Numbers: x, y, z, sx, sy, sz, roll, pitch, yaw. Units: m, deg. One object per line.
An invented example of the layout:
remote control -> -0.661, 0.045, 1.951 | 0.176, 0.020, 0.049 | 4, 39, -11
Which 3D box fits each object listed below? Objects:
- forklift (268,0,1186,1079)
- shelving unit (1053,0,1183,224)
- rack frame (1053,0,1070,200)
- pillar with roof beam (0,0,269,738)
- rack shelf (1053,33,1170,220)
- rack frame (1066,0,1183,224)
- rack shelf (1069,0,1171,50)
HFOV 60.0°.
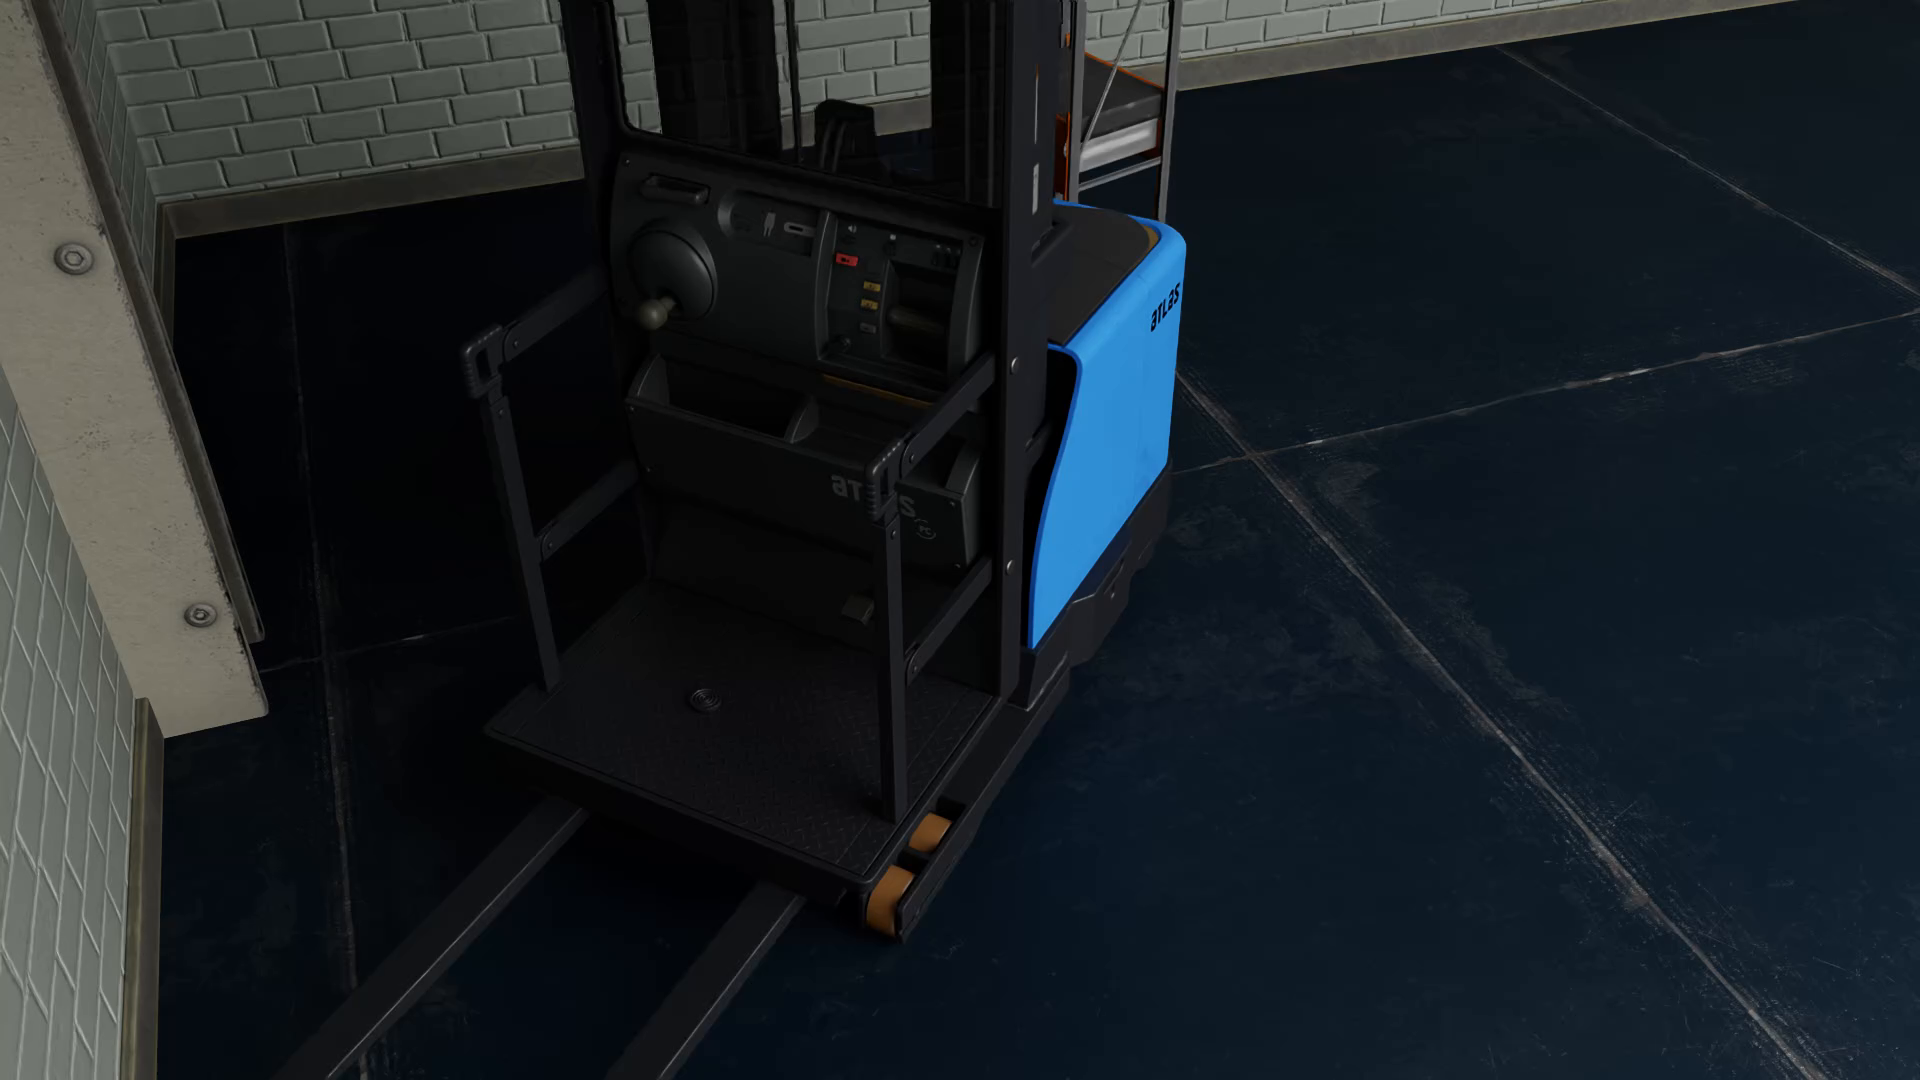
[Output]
forklift -> -0.471, -0.530, 3.517 | 1.130, 2.935, 3.031 | 17, 40, 21
shelving unit -> 0.326, -1.201, 5.099 | 0.431, 2.100, 0.503 | -25, 43, -29
rack frame -> 0.178, -1.317, 5.254 | 0.400, 2.100, 0.015 | -25, 43, -29
pillar with roof beam -> 1.913, -4.082, 3.190 | 9.100, 9.000, 0.400 | -12, 39, -16
rack shelf -> 0.326, -1.190, 5.107 | 0.431, 0.518, 0.480 | -25, 43, -29
rack frame -> 0.473, -1.084, 4.944 | 0.400, 2.100, 0.015 | -25, 43, -29
rack shelf -> 0.326, -1.749, 4.686 | 0.431, 0.518, 0.480 | -25, 43, -29
